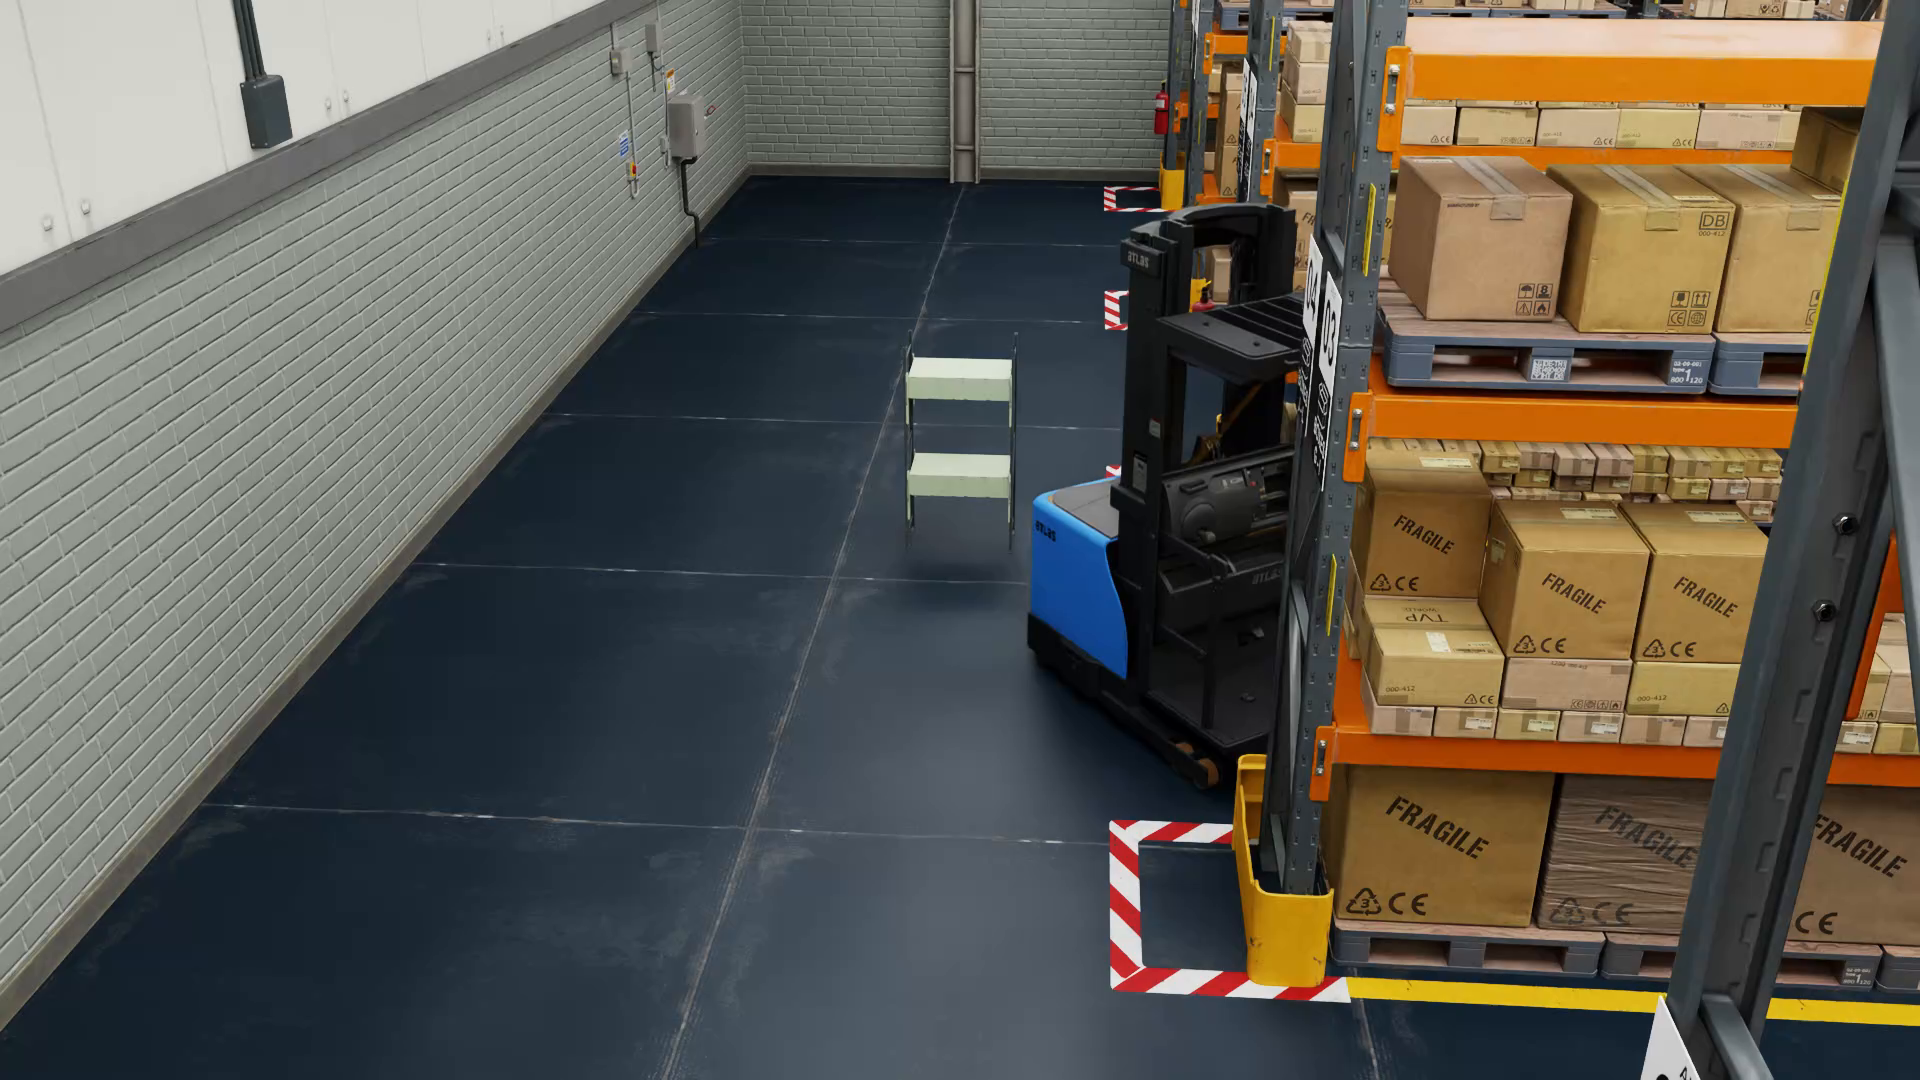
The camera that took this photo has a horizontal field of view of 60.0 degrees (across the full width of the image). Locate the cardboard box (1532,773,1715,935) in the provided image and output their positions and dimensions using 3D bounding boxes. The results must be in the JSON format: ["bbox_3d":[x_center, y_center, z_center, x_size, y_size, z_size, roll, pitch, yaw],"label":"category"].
[{"bbox_3d":[3.106,1.214,7.775,0.875,0.875,0.875,2,25,4],"label":"cardboard box"}]

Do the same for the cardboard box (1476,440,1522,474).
[{"bbox_3d":[3.845,-0.615,11.905,0.250,0.149,0.380,2,25,5],"label":"cardboard box"}]

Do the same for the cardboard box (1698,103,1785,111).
[{"bbox_3d":[5.025,-2.965,10.809,0.500,0.250,0.500,1,25,2],"label":"cardboard box"}]

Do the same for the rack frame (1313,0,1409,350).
[{"bbox_3d":[1.554,-2.302,6.200,0.127,3.000,1.000,2,25,4],"label":"rack frame"}]

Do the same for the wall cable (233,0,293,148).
[{"bbox_3d":[-3.820,-5.381,9.042,0.120,5.999,2.277,2,25,4],"label":"wall cable"}]

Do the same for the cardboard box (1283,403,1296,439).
[{"bbox_3d":[2.582,-0.896,12.516,0.250,0.149,0.380,2,25,5],"label":"cardboard box"}]

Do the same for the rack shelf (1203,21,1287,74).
[{"bbox_3d":[4.307,-4.679,15.814,4.000,0.370,1.077,2,25,4],"label":"rack shelf"}]

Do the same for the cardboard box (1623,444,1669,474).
[{"bbox_3d":[4.889,-0.619,11.915,0.250,0.149,0.380,3,25,6],"label":"cardboard box"}]

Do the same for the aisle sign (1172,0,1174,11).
[{"bbox_3d":[2.599,-6.837,20.122,0.004,0.787,0.394,2,25,4],"label":"aisle sign"}]

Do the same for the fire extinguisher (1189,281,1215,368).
[{"bbox_3d":[1.819,-1.637,12.469,0.183,0.674,0.296,2,25,4],"label":"fire extinguisher"}]

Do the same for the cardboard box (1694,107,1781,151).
[{"bbox_3d":[5.016,-2.732,10.900,0.500,0.250,0.500,2,25,4],"label":"cardboard box"}]

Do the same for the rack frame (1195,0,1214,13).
[{"bbox_3d":[2.313,-6.433,15.176,0.127,3.000,1.000,2,25,4],"label":"rack frame"}]

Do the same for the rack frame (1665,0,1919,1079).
[{"bbox_3d":[1.175,-0.239,1.716,0.053,2.616,0.949,2,25,4],"label":"rack frame"}]

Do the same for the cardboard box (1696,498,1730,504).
[{"bbox_3d":[5.353,-0.322,11.982,0.250,0.149,0.380,3,25,5],"label":"cardboard box"}]

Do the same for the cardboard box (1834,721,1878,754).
[{"bbox_3d":[3.678,0.742,7.060,0.250,0.149,0.380,2,25,5],"label":"cardboard box"}]

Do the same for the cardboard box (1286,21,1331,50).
[{"bbox_3d":[2.389,-3.456,11.399,0.250,0.149,0.380,2,25,4],"label":"cardboard box"}]

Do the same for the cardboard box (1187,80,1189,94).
[{"bbox_3d":[3.040,-5.763,21.199,0.250,0.149,0.380,2,25,3],"label":"cardboard box"}]

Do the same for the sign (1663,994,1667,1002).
[{"bbox_3d":[1.201,0.942,2.862,0.005,0.325,0.100,2,25,4],"label":"sign"}]

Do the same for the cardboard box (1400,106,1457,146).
[{"bbox_3d":[2.987,-2.796,11.040,0.500,0.250,0.500,3,25,6],"label":"cardboard box"}]

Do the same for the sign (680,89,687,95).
[{"bbox_3d":[-3.173,-4.918,19.175,0.001,0.494,0.329,2,25,4],"label":"sign"}]

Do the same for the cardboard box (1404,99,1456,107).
[{"bbox_3d":[2.973,-3.024,10.938,0.500,0.250,0.500,2,25,3],"label":"cardboard box"}]

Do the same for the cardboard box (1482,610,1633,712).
[{"bbox_3d":[2.531,0.498,7.115,0.500,0.250,0.500,2,25,3],"label":"cardboard box"}]

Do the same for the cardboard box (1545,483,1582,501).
[{"bbox_3d":[4.319,-0.349,12.039,0.250,0.149,0.380,2,25,5],"label":"cardboard box"}]

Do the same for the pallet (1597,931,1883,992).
[{"bbox_3d":[3.571,1.723,7.965,1.213,0.211,1.003,2,25,4],"label":"pallet"}]

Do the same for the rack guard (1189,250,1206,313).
[{"bbox_3d":[2.289,-2.573,16.954,0.348,0.500,1.175,2,25,4],"label":"rack guard"}]

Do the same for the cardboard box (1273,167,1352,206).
[{"bbox_3d":[2.510,-2.365,11.841,0.500,0.500,0.500,1,25,3],"label":"cardboard box"}]

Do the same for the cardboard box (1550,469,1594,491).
[{"bbox_3d":[4.382,-0.492,11.995,0.250,0.149,0.380,1,25,1],"label":"cardboard box"}]

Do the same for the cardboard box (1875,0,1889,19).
[{"bbox_3d":[8.510,-4.986,14.998,0.500,0.500,0.500,2,25,4],"label":"cardboard box"}]

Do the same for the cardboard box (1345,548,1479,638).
[{"bbox_3d":[2.058,0.261,7.630,0.500,0.250,0.500,1,25,3],"label":"cardboard box"}]

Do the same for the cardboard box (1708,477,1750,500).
[{"bbox_3d":[5.414,-0.425,11.849,0.250,0.149,0.380,1,25,1],"label":"cardboard box"}]

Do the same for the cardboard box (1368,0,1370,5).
[{"bbox_3d":[3.802,-5.197,15.564,0.500,0.311,0.500,2,25,5],"label":"cardboard box"}]

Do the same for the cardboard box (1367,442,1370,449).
[{"bbox_3d":[2.815,-0.690,12.069,0.250,0.149,0.380,2,25,5],"label":"cardboard box"}]

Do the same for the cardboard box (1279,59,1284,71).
[{"bbox_3d":[3.205,-4.602,16.283,0.250,0.149,0.380,2,25,3],"label":"cardboard box"}]

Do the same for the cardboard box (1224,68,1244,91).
[{"bbox_3d":[2.646,-4.375,15.789,0.250,0.149,0.380,2,25,5],"label":"cardboard box"}]

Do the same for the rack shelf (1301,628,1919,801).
[{"bbox_3d":[3.548,0.814,7.465,4.000,0.370,1.077,2,25,4],"label":"rack shelf"}]

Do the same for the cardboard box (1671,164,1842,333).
[{"bbox_3d":[3.148,-1.162,6.569,0.500,0.500,0.700,0,25,0],"label":"cardboard box"}]

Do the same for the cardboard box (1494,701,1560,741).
[{"bbox_3d":[2.394,0.702,7.149,0.250,0.149,0.380,1,25,3],"label":"cardboard box"}]

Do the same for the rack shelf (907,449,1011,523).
[{"bbox_3d":[0.007,-0.385,11.784,0.720,0.370,0.431,2,25,4],"label":"rack shelf"}]

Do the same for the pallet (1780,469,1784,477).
[{"bbox_3d":[6.799,-0.222,12.191,1.213,0.211,1.003,2,25,4],"label":"pallet"}]

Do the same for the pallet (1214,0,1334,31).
[{"bbox_3d":[3.053,-5.010,15.779,1.213,0.211,1.003,2,25,4],"label":"pallet"}]

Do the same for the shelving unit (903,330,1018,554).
[{"bbox_3d":[0.007,-0.681,11.647,0.755,1.500,0.431,2,25,4],"label":"shelving unit"}]

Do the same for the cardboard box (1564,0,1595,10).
[{"bbox_3d":[5.640,-5.004,15.199,0.258,0.266,0.396,3,25,6],"label":"cardboard box"}]

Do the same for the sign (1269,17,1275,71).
[{"bbox_3d":[1.993,-3.175,10.638,0.005,0.325,0.100,2,25,4],"label":"sign"}]

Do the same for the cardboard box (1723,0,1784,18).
[{"bbox_3d":[7.158,-5.029,15.092,0.500,0.500,0.500,1,25,3],"label":"cardboard box"}]

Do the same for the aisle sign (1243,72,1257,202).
[{"bbox_3d":[1.939,-2.699,11.129,0.004,0.787,0.394,2,25,4],"label":"aisle sign"}]

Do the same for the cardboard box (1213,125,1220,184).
[{"bbox_3d":[2.814,-3.848,16.615,0.500,0.500,0.500,2,25,4],"label":"cardboard box"}]

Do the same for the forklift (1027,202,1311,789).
[{"bbox_3d":[1.610,-0.201,8.892,1.130,2.935,3.031,-14,28,-28],"label":"forklift"}]

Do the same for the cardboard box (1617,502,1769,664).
[{"bbox_3d":[3.028,0.173,6.923,0.500,0.500,0.500,1,25,3],"label":"cardboard box"}]

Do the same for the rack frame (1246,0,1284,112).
[{"bbox_3d":[2.035,-4.366,10.685,0.127,3.000,1.000,2,25,4],"label":"rack frame"}]
